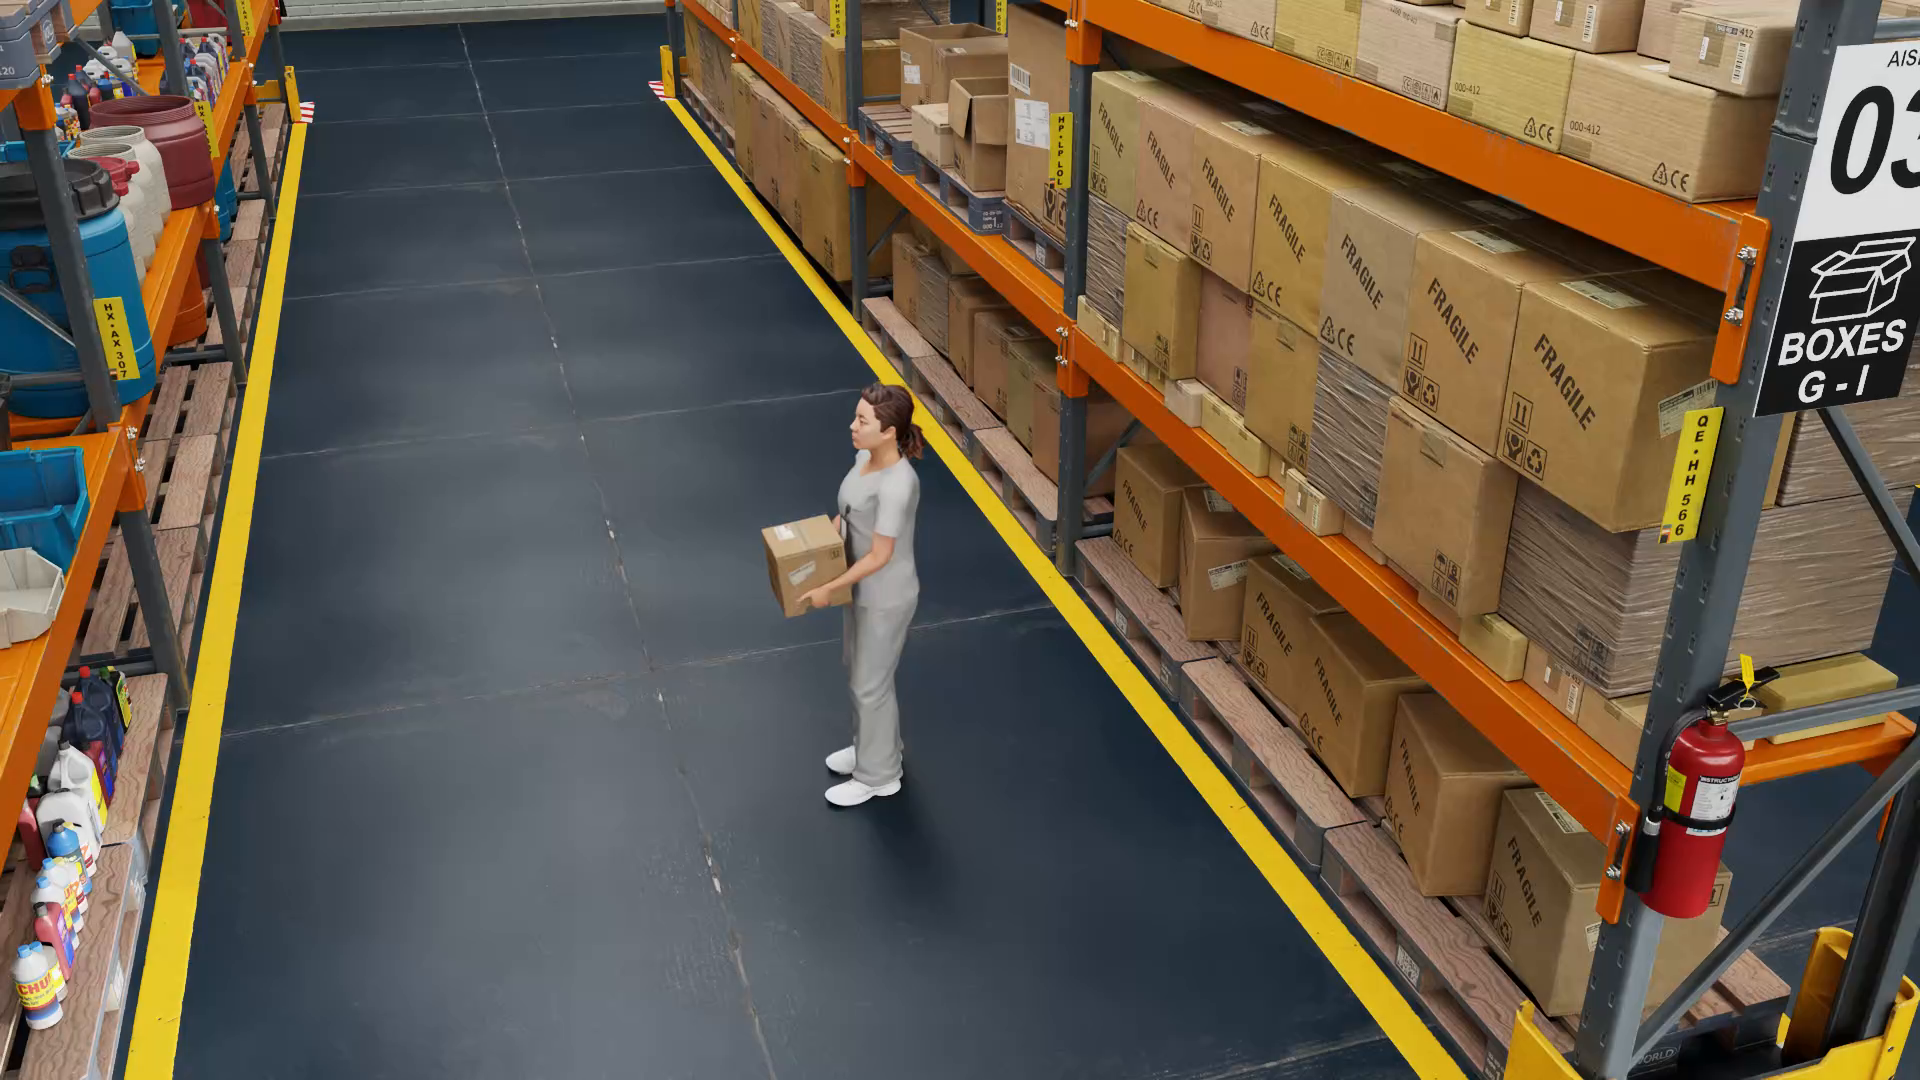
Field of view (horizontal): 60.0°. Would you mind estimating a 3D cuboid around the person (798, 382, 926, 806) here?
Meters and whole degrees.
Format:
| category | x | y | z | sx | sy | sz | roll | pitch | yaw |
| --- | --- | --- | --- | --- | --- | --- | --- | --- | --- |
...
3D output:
| category | x | y | z | sx | sy | sz | roll | pitch | yaw |
| --- | --- | --- | --- | --- | --- | --- | --- | --- | --- |
| person | -0.372 | 0.211 | 6.192 | 0.525 | 1.672 | 0.457 | -8 | 28 | -16 |
